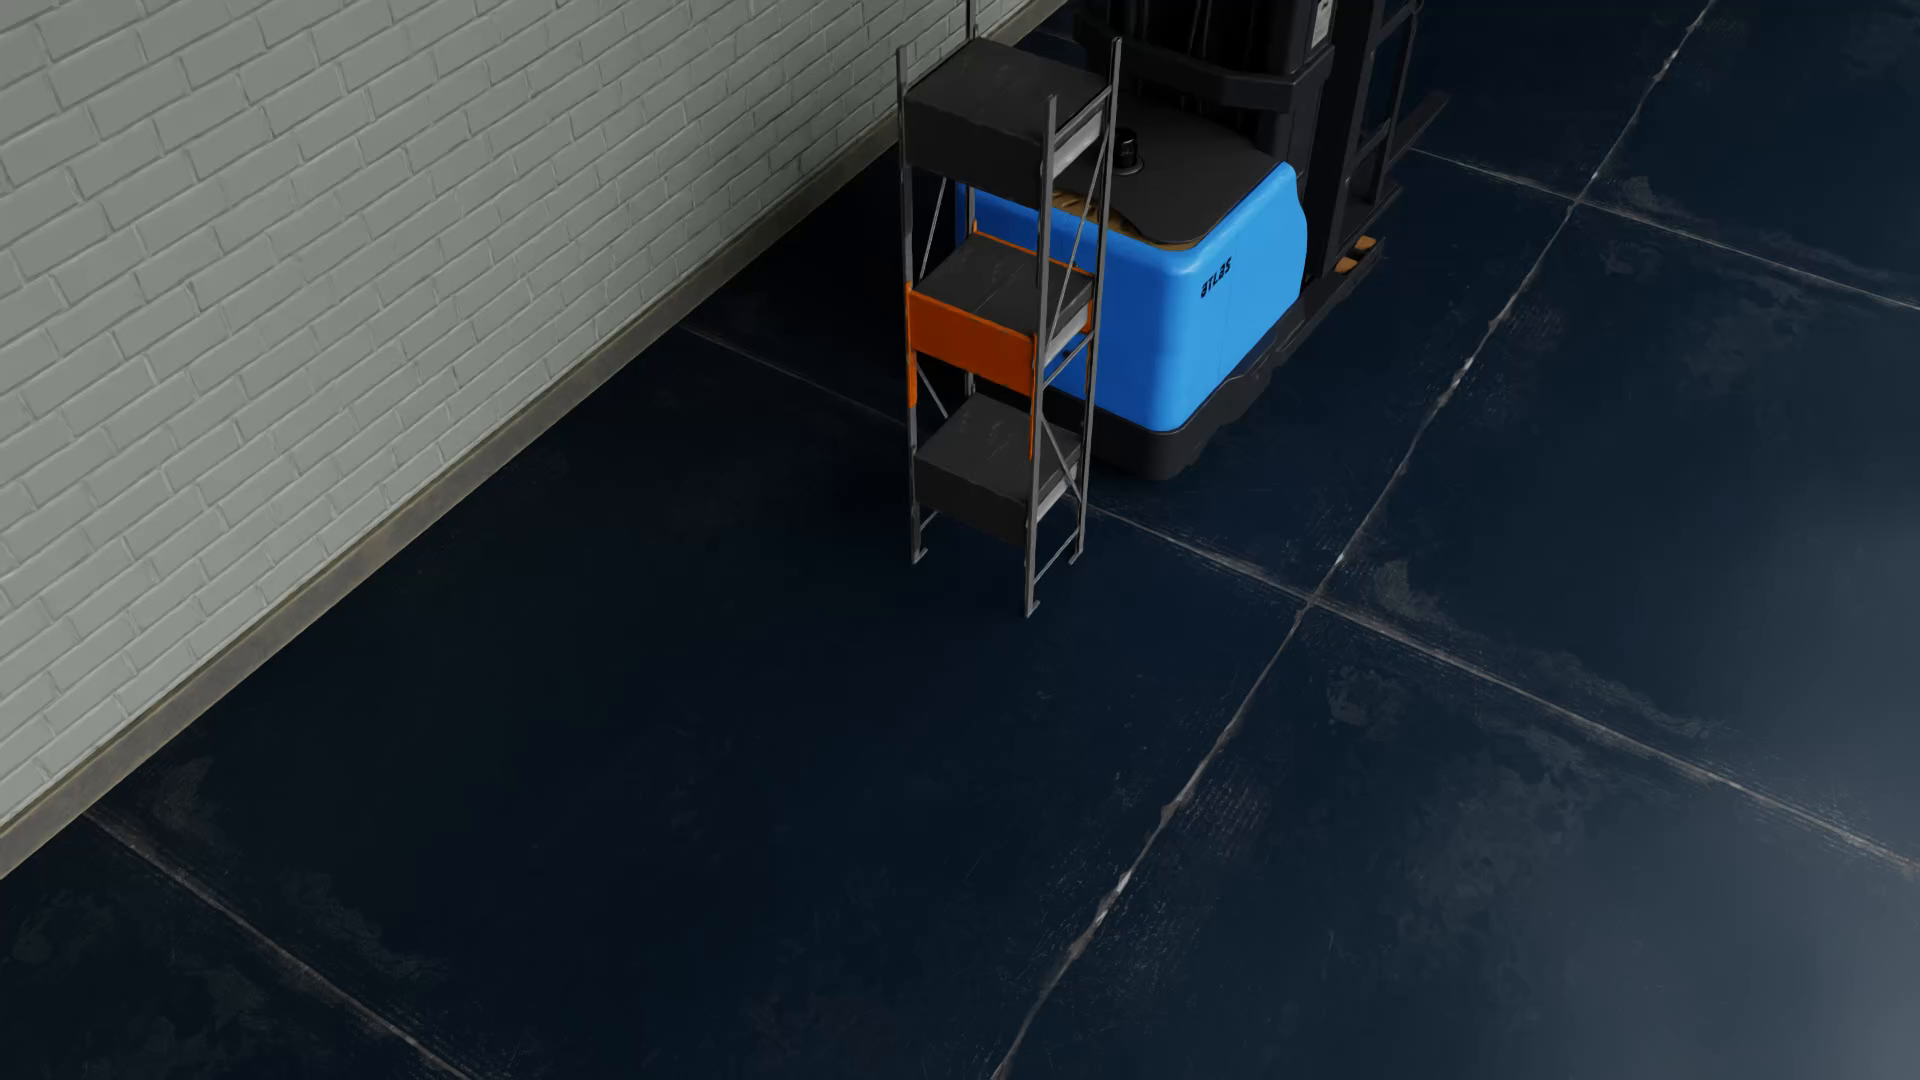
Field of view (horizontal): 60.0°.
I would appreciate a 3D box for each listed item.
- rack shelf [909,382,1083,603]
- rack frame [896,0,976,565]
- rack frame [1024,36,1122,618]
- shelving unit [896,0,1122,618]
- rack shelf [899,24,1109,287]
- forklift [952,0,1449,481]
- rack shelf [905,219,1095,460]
[{"bbox_3d":[0.139,-0.170,5.946,0.480,0.518,0.431,25,51,22],"label":"rack shelf"},{"bbox_3d":[-0.066,-0.762,5.526,0.015,2.100,0.400,25,51,22],"label":"rack frame"},{"bbox_3d":[0.345,-0.573,5.343,0.015,2.100,0.400,25,51,22],"label":"rack frame"},{"bbox_3d":[0.139,-0.668,5.435,0.503,2.100,0.431,25,51,22],"label":"shelving unit"},{"bbox_3d":[0.139,-1.146,4.942,0.480,0.518,0.431,25,51,22],"label":"rack shelf"},{"bbox_3d":[1.224,-2.273,6.415,1.130,2.935,3.031,27,51,24],"label":"forklift"},{"bbox_3d":[0.139,-0.658,5.444,0.480,0.518,0.431,25,51,22],"label":"rack shelf"}]
